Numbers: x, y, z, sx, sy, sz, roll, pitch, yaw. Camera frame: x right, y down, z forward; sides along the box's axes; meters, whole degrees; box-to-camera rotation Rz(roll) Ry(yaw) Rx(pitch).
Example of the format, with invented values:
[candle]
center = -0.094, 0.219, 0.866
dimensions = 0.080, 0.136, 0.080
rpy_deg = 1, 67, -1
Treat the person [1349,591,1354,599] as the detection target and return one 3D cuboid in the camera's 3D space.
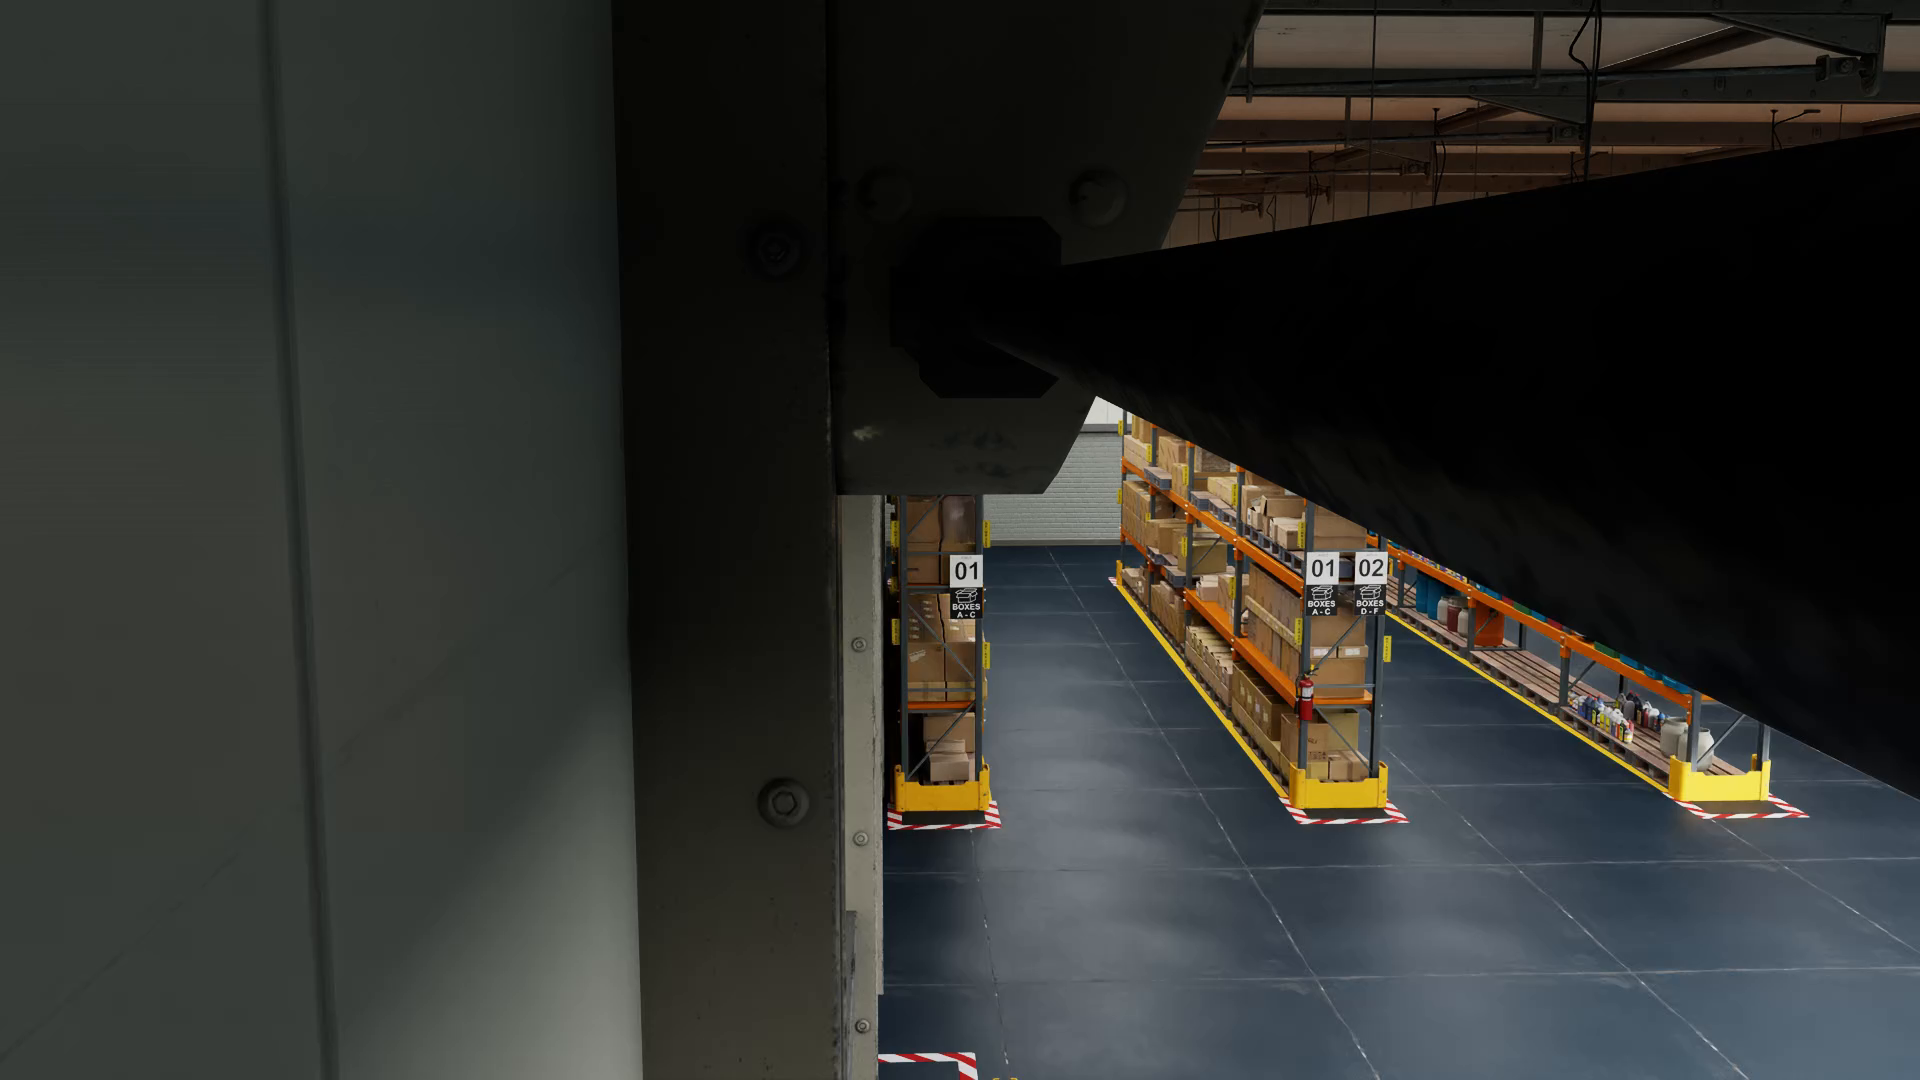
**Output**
[person]
center = 7.500, 0.972, 31.083
dimensions = 0.682, 1.545, 1.097
rpy_deg = 2, 9, 12
